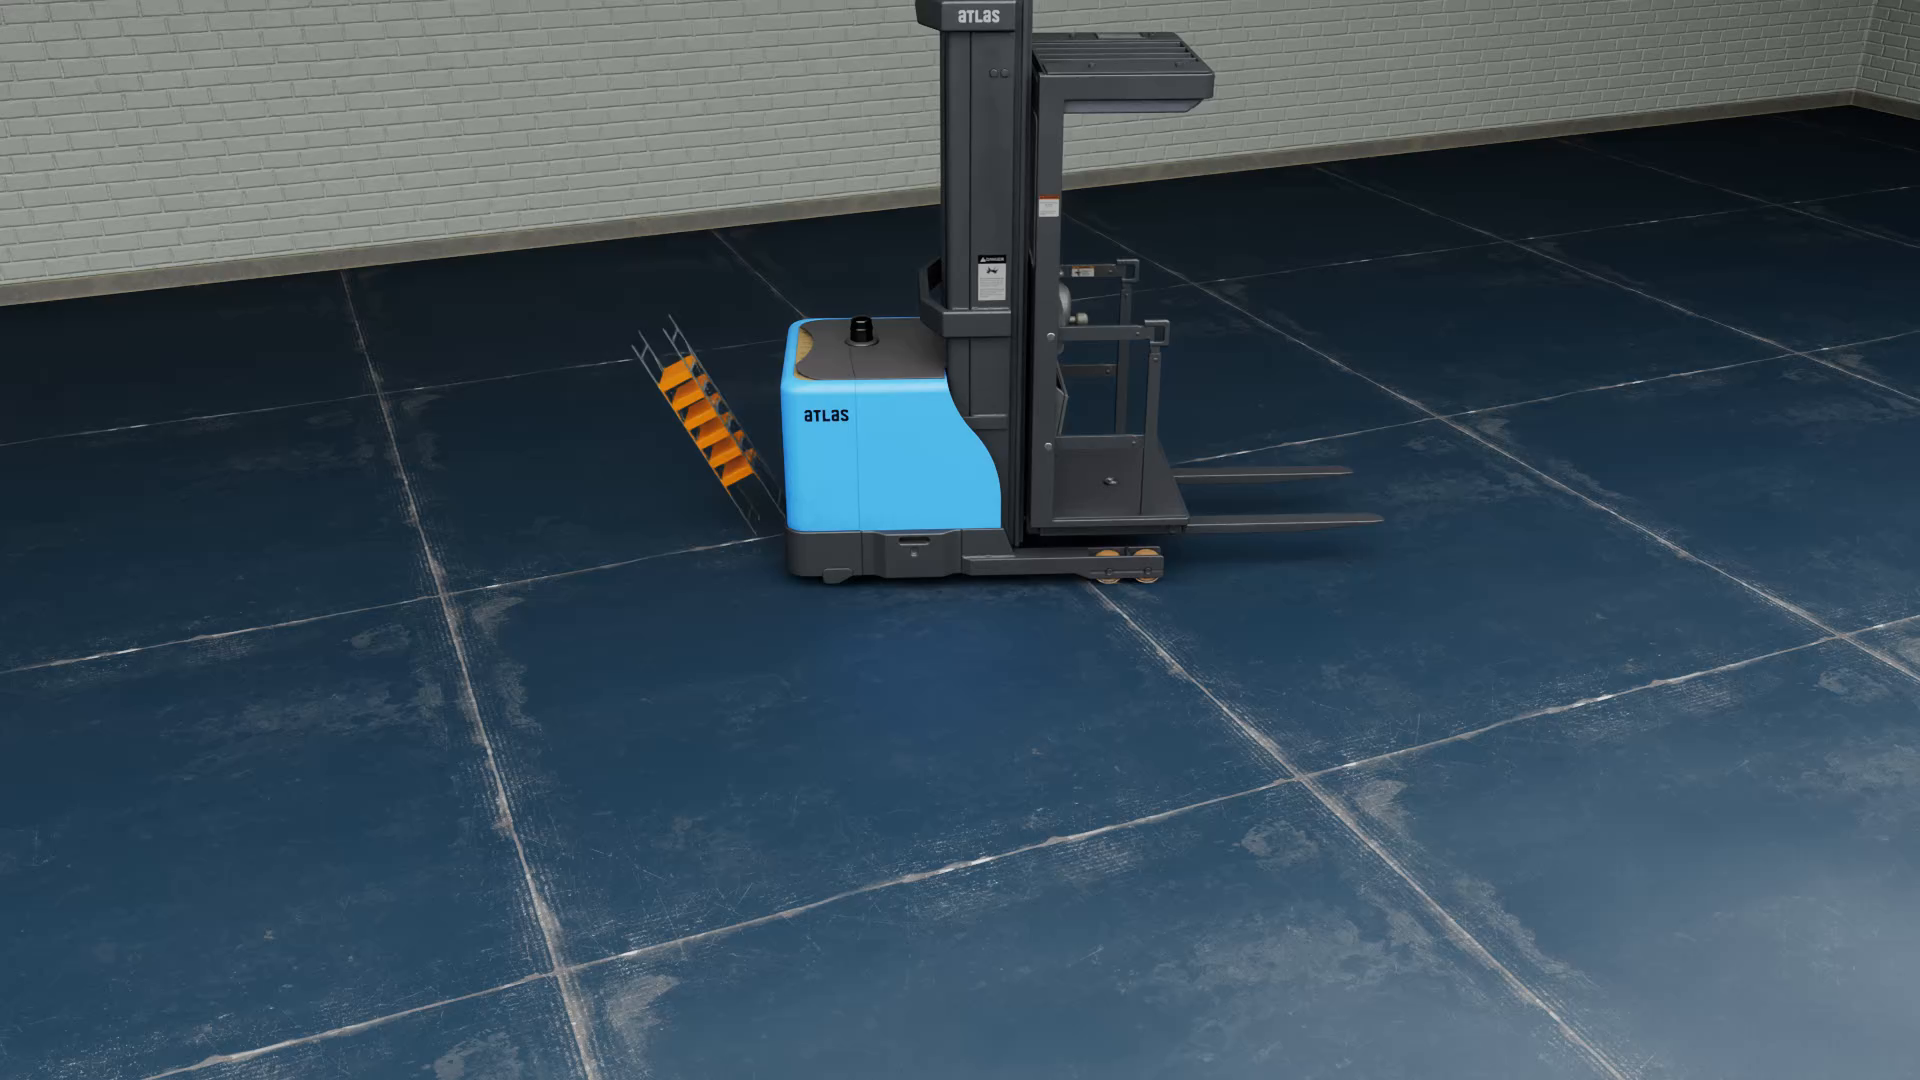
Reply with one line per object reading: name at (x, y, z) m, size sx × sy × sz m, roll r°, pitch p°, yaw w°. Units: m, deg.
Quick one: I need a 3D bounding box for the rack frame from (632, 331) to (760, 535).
rack frame at (-1.363, -0.550, 8.664) m, size 0.006 × 1.200 × 0.240 m, roll -26°, pitch 24°, yaw 11°

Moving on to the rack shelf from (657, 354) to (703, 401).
rack shelf at (-1.431, -0.839, 8.521) m, size 0.180 × 0.103 × 0.258 m, roll -26°, pitch 24°, yaw 11°

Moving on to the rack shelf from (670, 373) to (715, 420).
rack shelf at (-1.374, -0.744, 8.569) m, size 0.180 × 0.103 × 0.258 m, roll -26°, pitch 24°, yaw 11°

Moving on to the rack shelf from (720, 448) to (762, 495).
rack shelf at (-1.149, -0.366, 8.761) m, size 0.180 × 0.103 × 0.258 m, roll -26°, pitch 24°, yaw 11°

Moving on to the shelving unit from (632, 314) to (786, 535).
shelving unit at (-1.282, -0.590, 8.647) m, size 0.189 × 1.200 × 0.258 m, roll -26°, pitch 24°, yaw 11°

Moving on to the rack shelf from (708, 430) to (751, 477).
rack shelf at (-1.205, -0.461, 8.713) m, size 0.180 × 0.103 × 0.258 m, roll -26°, pitch 24°, yaw 11°

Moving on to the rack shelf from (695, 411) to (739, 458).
rack shelf at (-1.262, -0.555, 8.665) m, size 0.180 × 0.103 × 0.258 m, roll -26°, pitch 24°, yaw 11°

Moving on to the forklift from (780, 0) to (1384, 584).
forklift at (0.629, -1.330, 8.133) m, size 3.031 × 2.935 × 1.130 m, roll -1°, pitch 26°, yaw -2°

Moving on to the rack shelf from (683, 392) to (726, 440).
rack shelf at (-1.318, -0.650, 8.617) m, size 0.180 × 0.103 × 0.258 m, roll -26°, pitch 24°, yaw 11°

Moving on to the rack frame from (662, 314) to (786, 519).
rack frame at (-1.202, -0.630, 8.630) m, size 0.006 × 1.200 × 0.240 m, roll -26°, pitch 24°, yaw 11°
